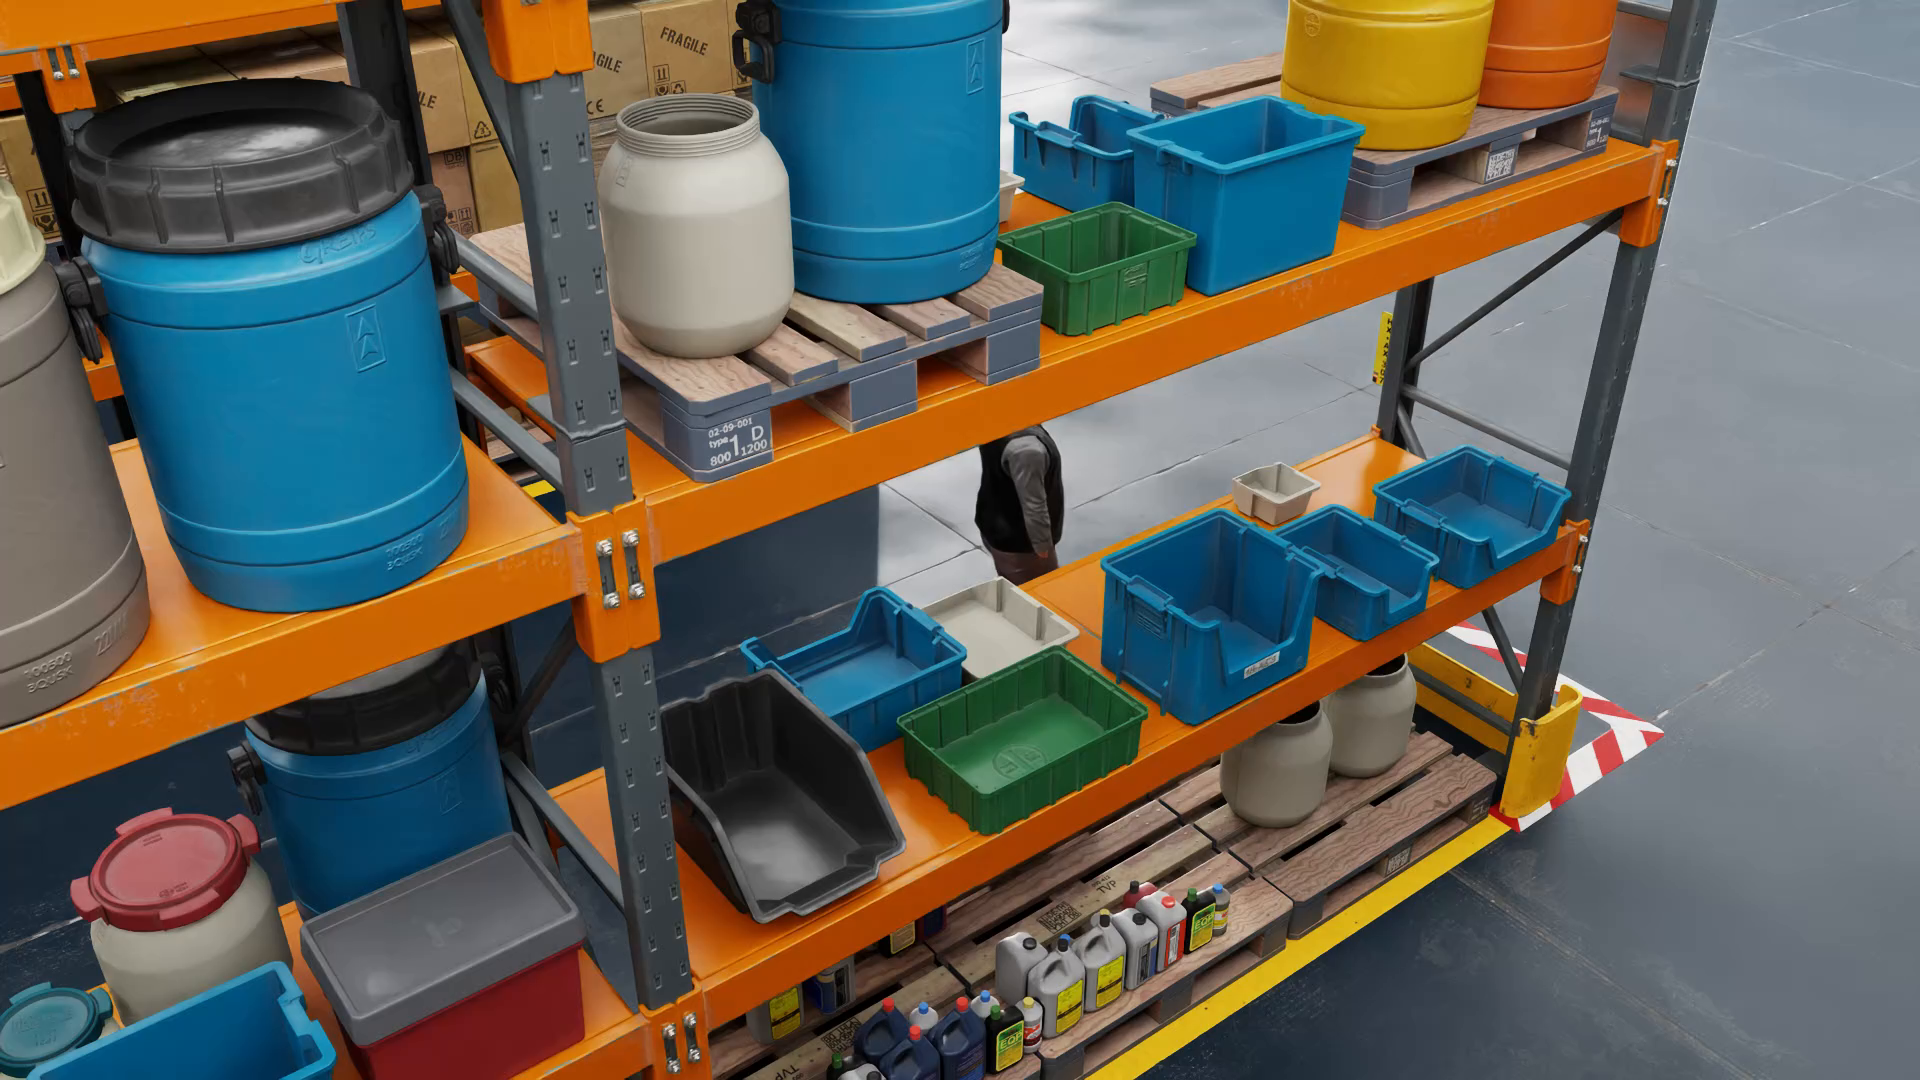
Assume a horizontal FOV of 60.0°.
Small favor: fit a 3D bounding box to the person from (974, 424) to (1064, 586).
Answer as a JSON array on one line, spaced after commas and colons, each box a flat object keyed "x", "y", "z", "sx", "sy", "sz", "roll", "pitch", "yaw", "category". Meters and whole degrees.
[{"x": 0.257, "y": -0.025, "z": 7.220, "sx": 0.359, "sy": 1.714, "sz": 0.537, "roll": -10, "pitch": 33, "yaw": -15, "category": "person"}]
